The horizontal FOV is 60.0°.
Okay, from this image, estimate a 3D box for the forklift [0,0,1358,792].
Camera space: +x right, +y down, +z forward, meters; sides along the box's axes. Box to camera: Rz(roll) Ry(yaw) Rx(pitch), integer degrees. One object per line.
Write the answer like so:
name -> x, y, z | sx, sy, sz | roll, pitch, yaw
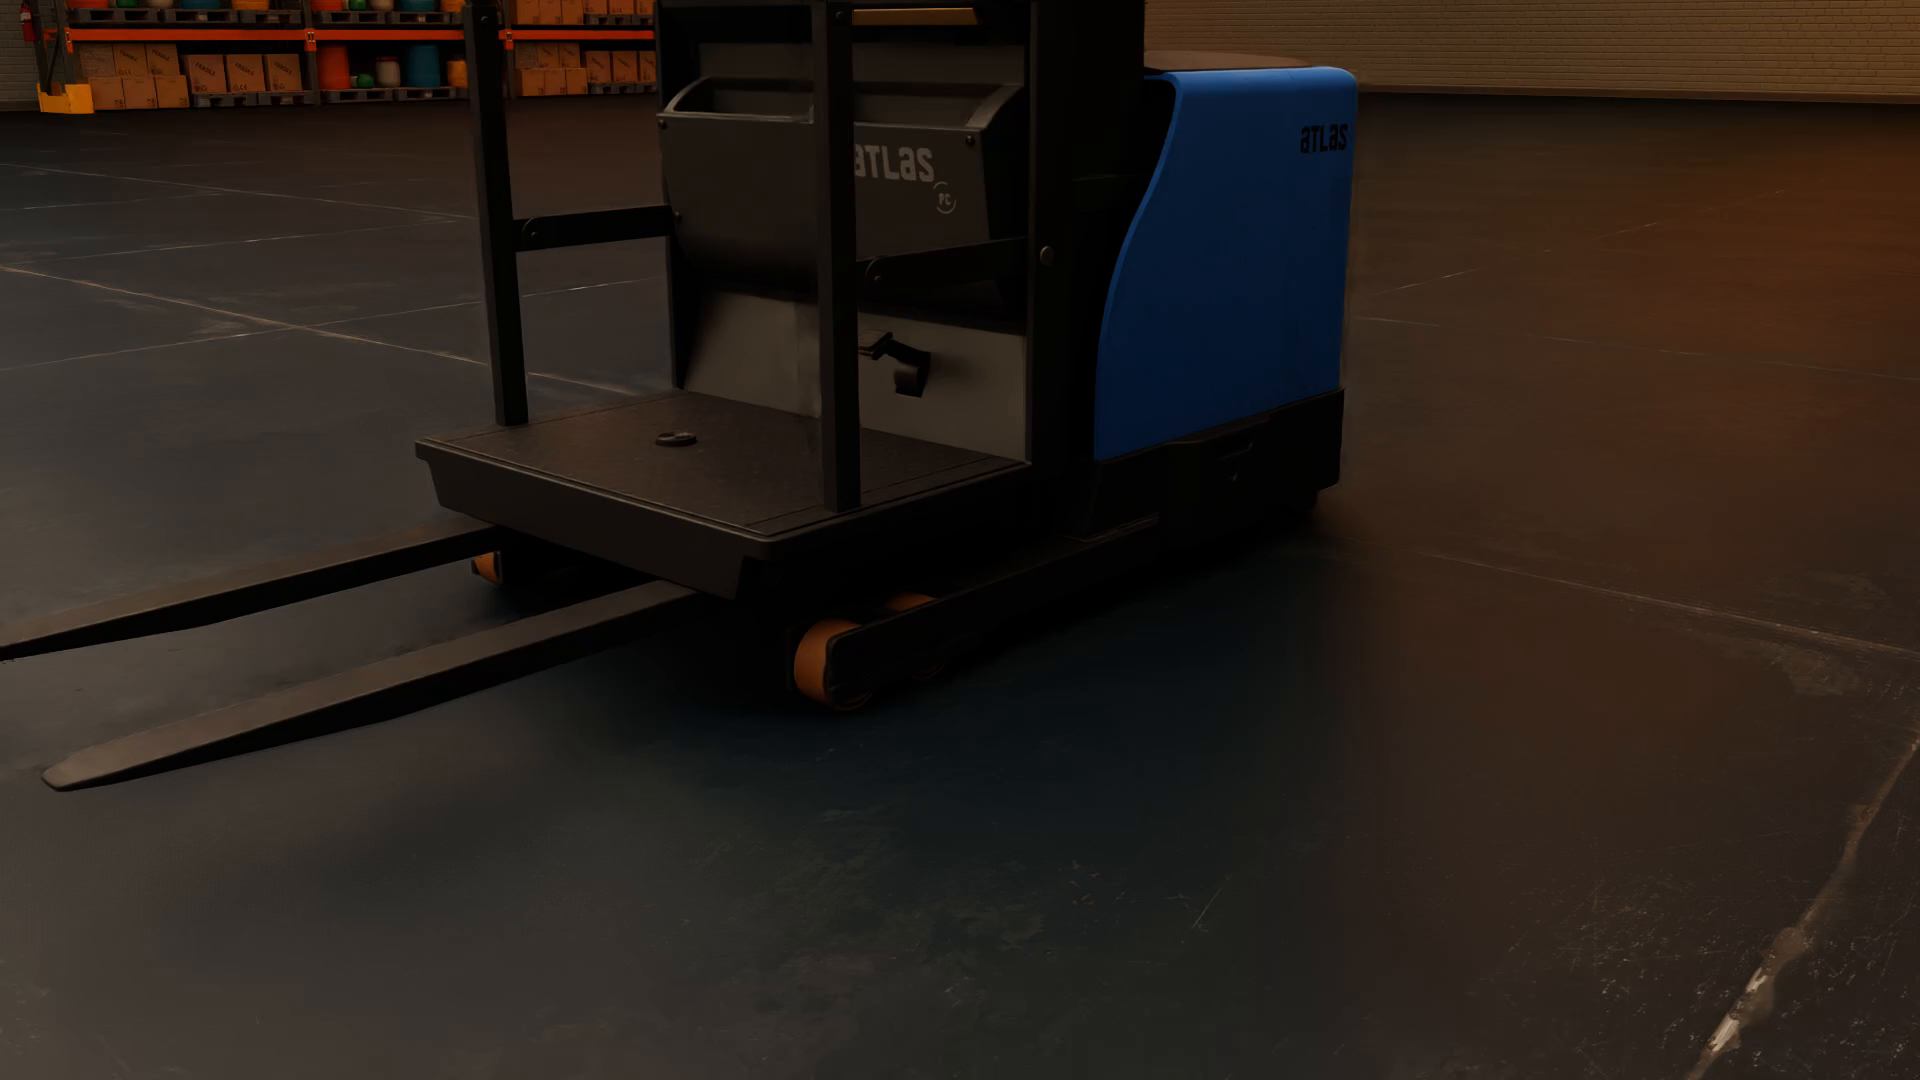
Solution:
forklift -> -0.399, -1.264, 3.061 | 1.130, 2.935, 3.031 | 14, 22, 39
